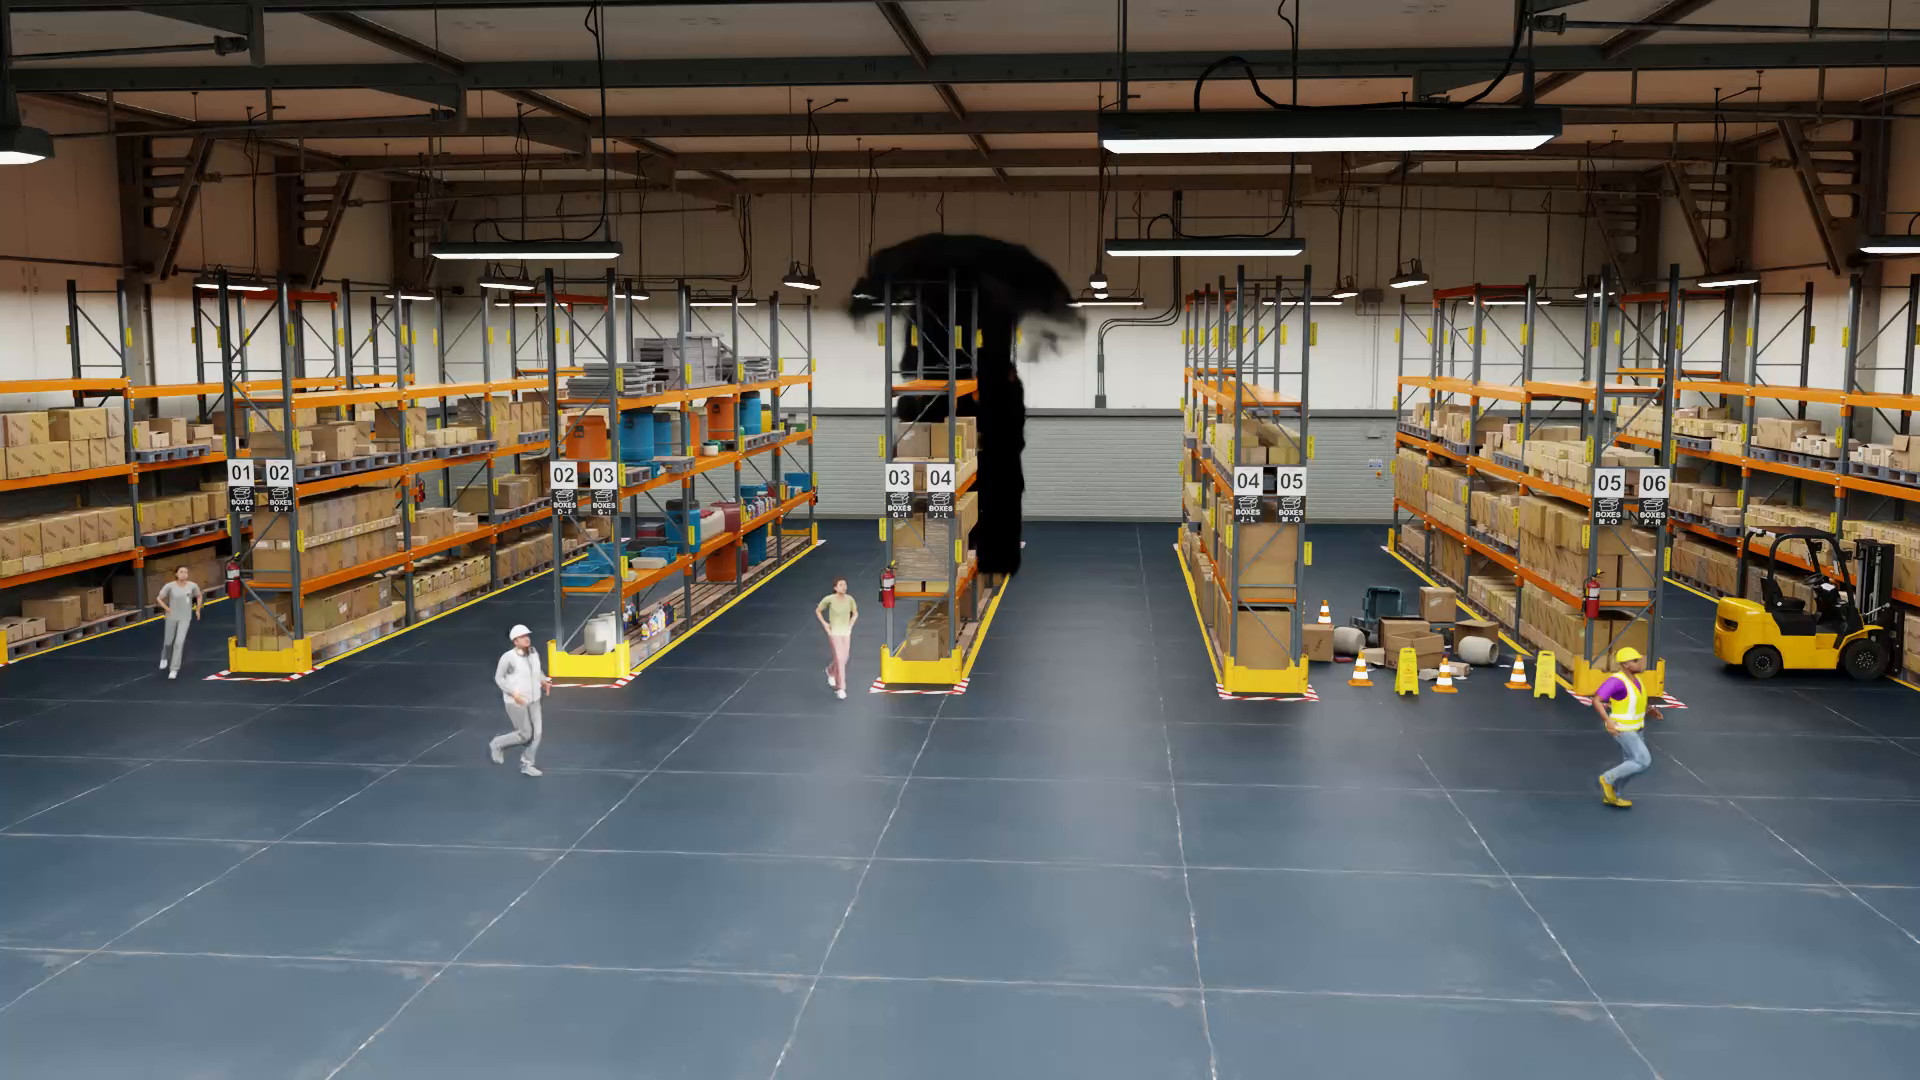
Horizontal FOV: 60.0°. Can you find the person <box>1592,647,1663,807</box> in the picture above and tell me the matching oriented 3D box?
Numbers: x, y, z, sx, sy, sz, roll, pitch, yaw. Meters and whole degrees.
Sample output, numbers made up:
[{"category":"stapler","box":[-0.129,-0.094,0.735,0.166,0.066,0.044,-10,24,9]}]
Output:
[{"category":"person","box":[7.127,2.002,17.670,0.596,1.722,0.692,7,10,44]}]

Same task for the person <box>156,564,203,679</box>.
[{"category":"person","box":[-11.594,1.176,24.730,0.635,1.633,0.950,-3,8,-25]}]

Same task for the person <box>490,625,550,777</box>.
[{"category":"person","box":[-5.063,1.832,19.152,0.645,1.752,0.662,4,8,32]}]

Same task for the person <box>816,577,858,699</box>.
[{"category":"person","box":[-1.723,1.344,23.481,0.596,1.677,0.798,-4,8,-28]}]
